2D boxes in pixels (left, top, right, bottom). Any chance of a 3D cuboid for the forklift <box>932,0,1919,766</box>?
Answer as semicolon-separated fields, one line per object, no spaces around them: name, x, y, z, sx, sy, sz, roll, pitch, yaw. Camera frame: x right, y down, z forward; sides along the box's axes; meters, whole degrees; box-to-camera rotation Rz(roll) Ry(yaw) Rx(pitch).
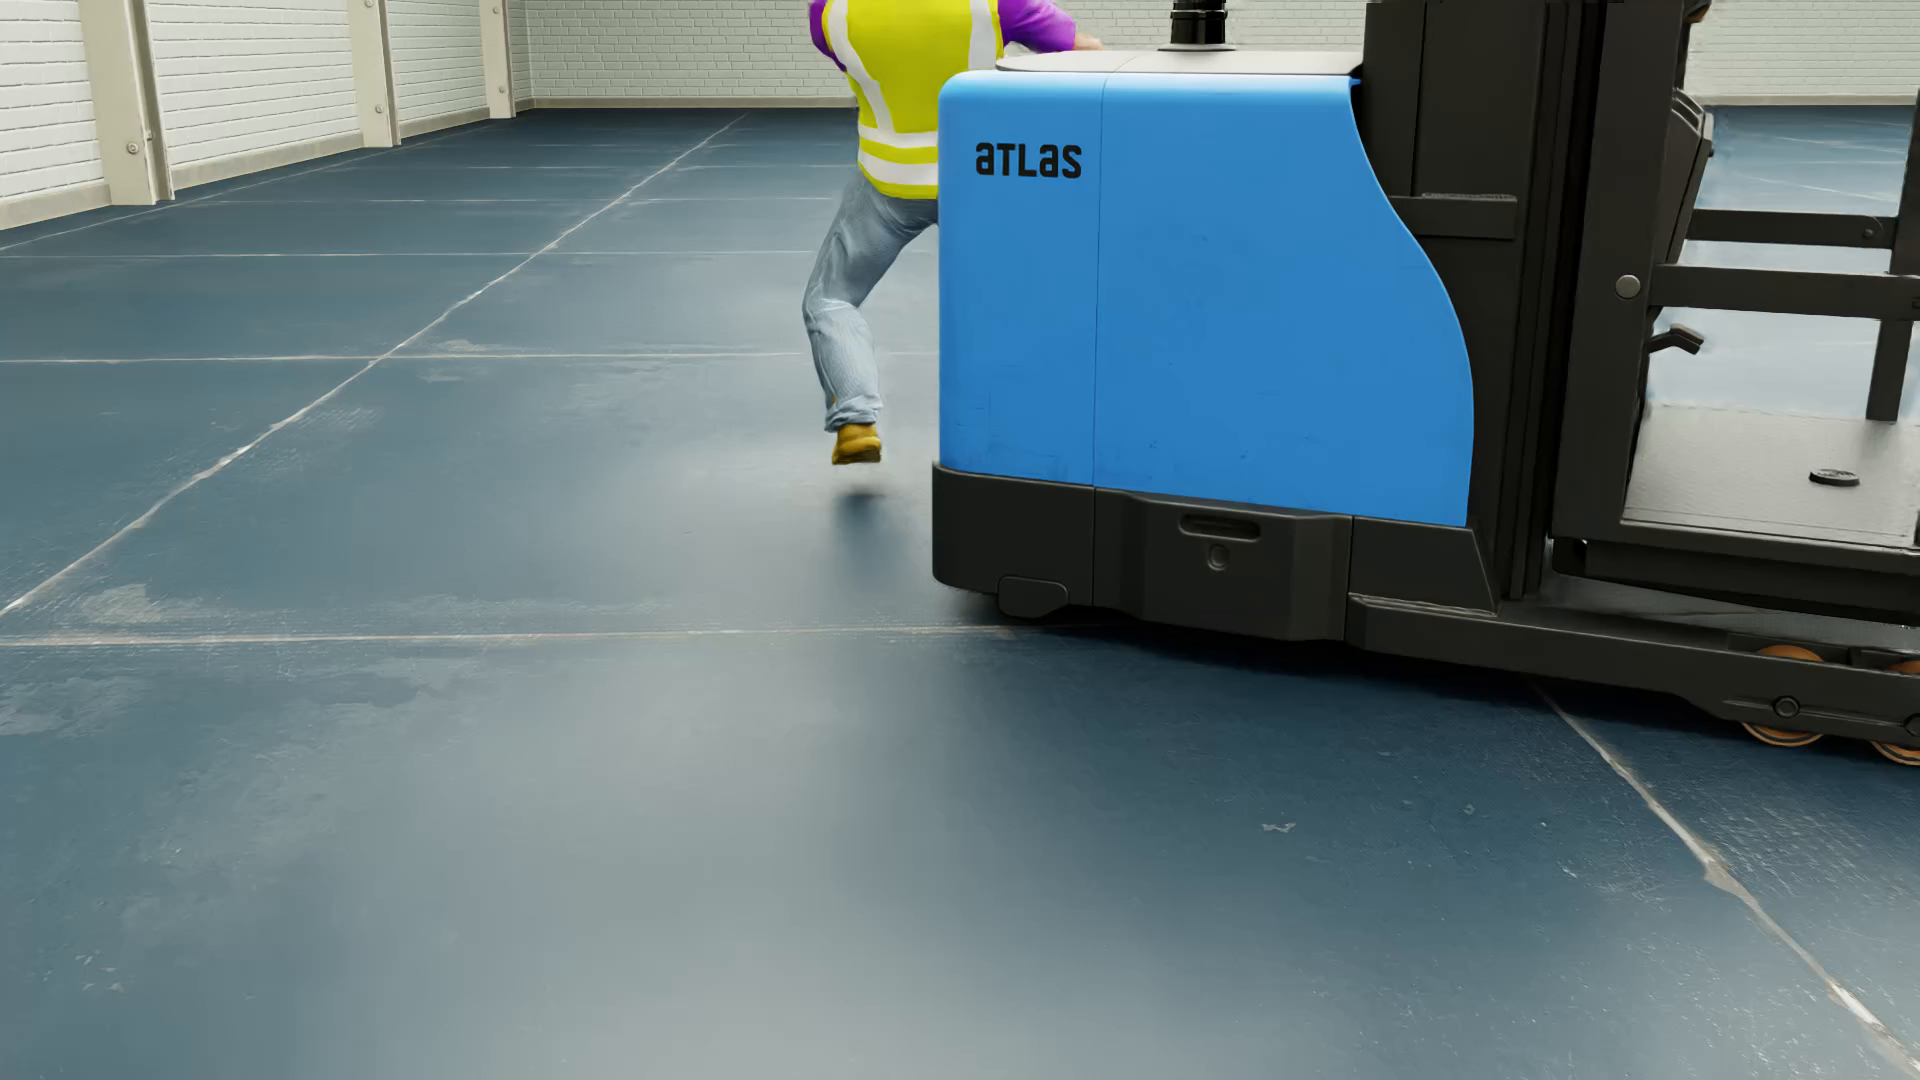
forklift;1.508;-1.210;2.862;3.031;2.935;1.130;7;18;22

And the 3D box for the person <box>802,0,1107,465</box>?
person;0.058;-0.992;4.445;0.972;1.518;0.800;-4;17;-12
